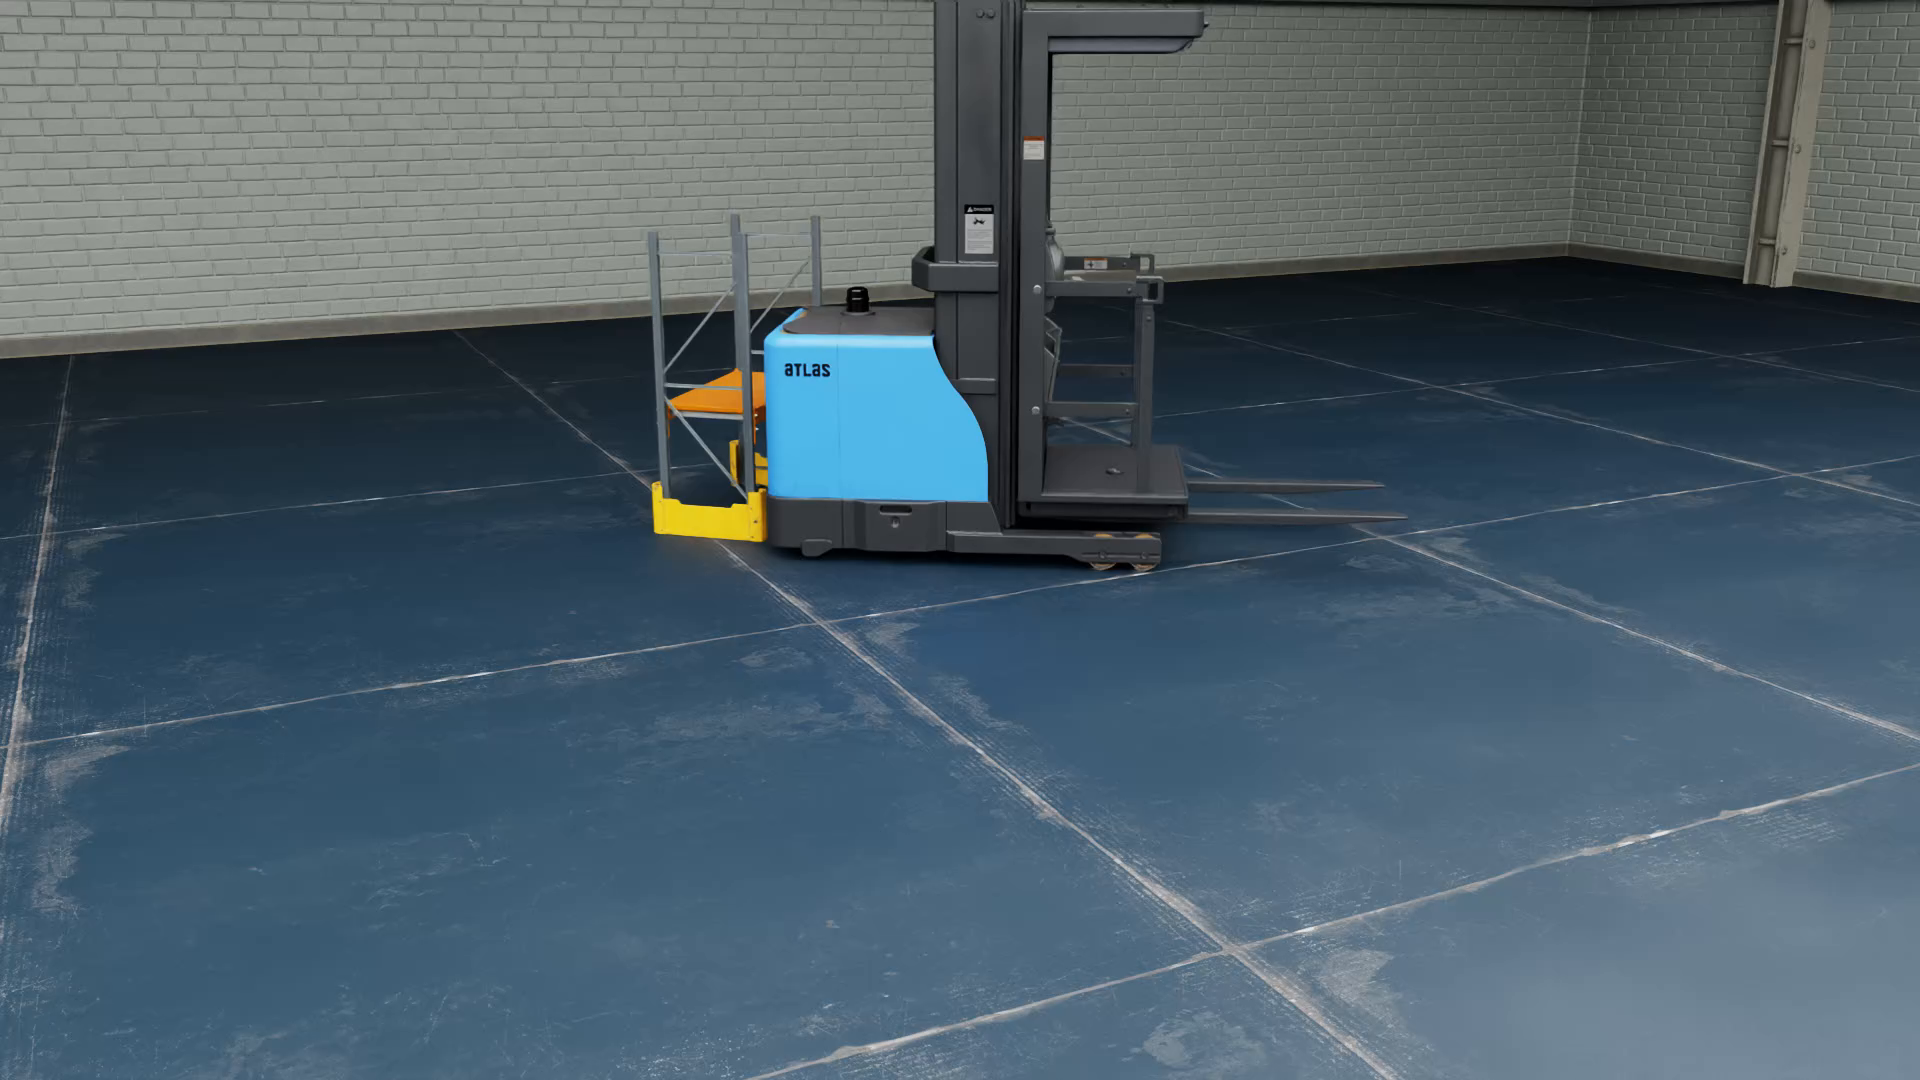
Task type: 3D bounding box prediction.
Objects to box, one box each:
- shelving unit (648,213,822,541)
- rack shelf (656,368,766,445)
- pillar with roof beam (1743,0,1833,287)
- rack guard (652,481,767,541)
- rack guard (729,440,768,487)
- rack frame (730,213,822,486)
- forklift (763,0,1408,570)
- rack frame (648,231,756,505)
[{"bbox_3d":[-1.121,-0.877,8.588,0.587,1.500,1.083,4,17,15],"label":"shelving unit"},{"bbox_3d":[-1.119,-0.707,8.646,0.538,0.185,1.000,4,17,15],"label":"rack shelf"},{"bbox_3d":[4.760,-6.535,14.708,9.100,9.000,0.400,-8,18,-25],"label":"pillar with roof beam"},{"bbox_3d":[-1.252,-0.144,8.299,0.587,0.250,0.087,4,17,15],"label":"rack guard"},{"bbox_3d":[-0.991,-0.409,9.222,0.587,0.250,0.087,4,17,15],"label":"rack guard"},{"bbox_3d":[-0.986,-1.015,9.068,0.500,1.500,0.032,4,17,15],"label":"rack frame"},{"bbox_3d":[0.617,-1.420,7.885,3.031,2.935,1.130,1,16,4],"label":"forklift"},{"bbox_3d":[-1.252,-0.744,8.125,0.500,1.500,0.032,4,17,15],"label":"rack frame"}]
